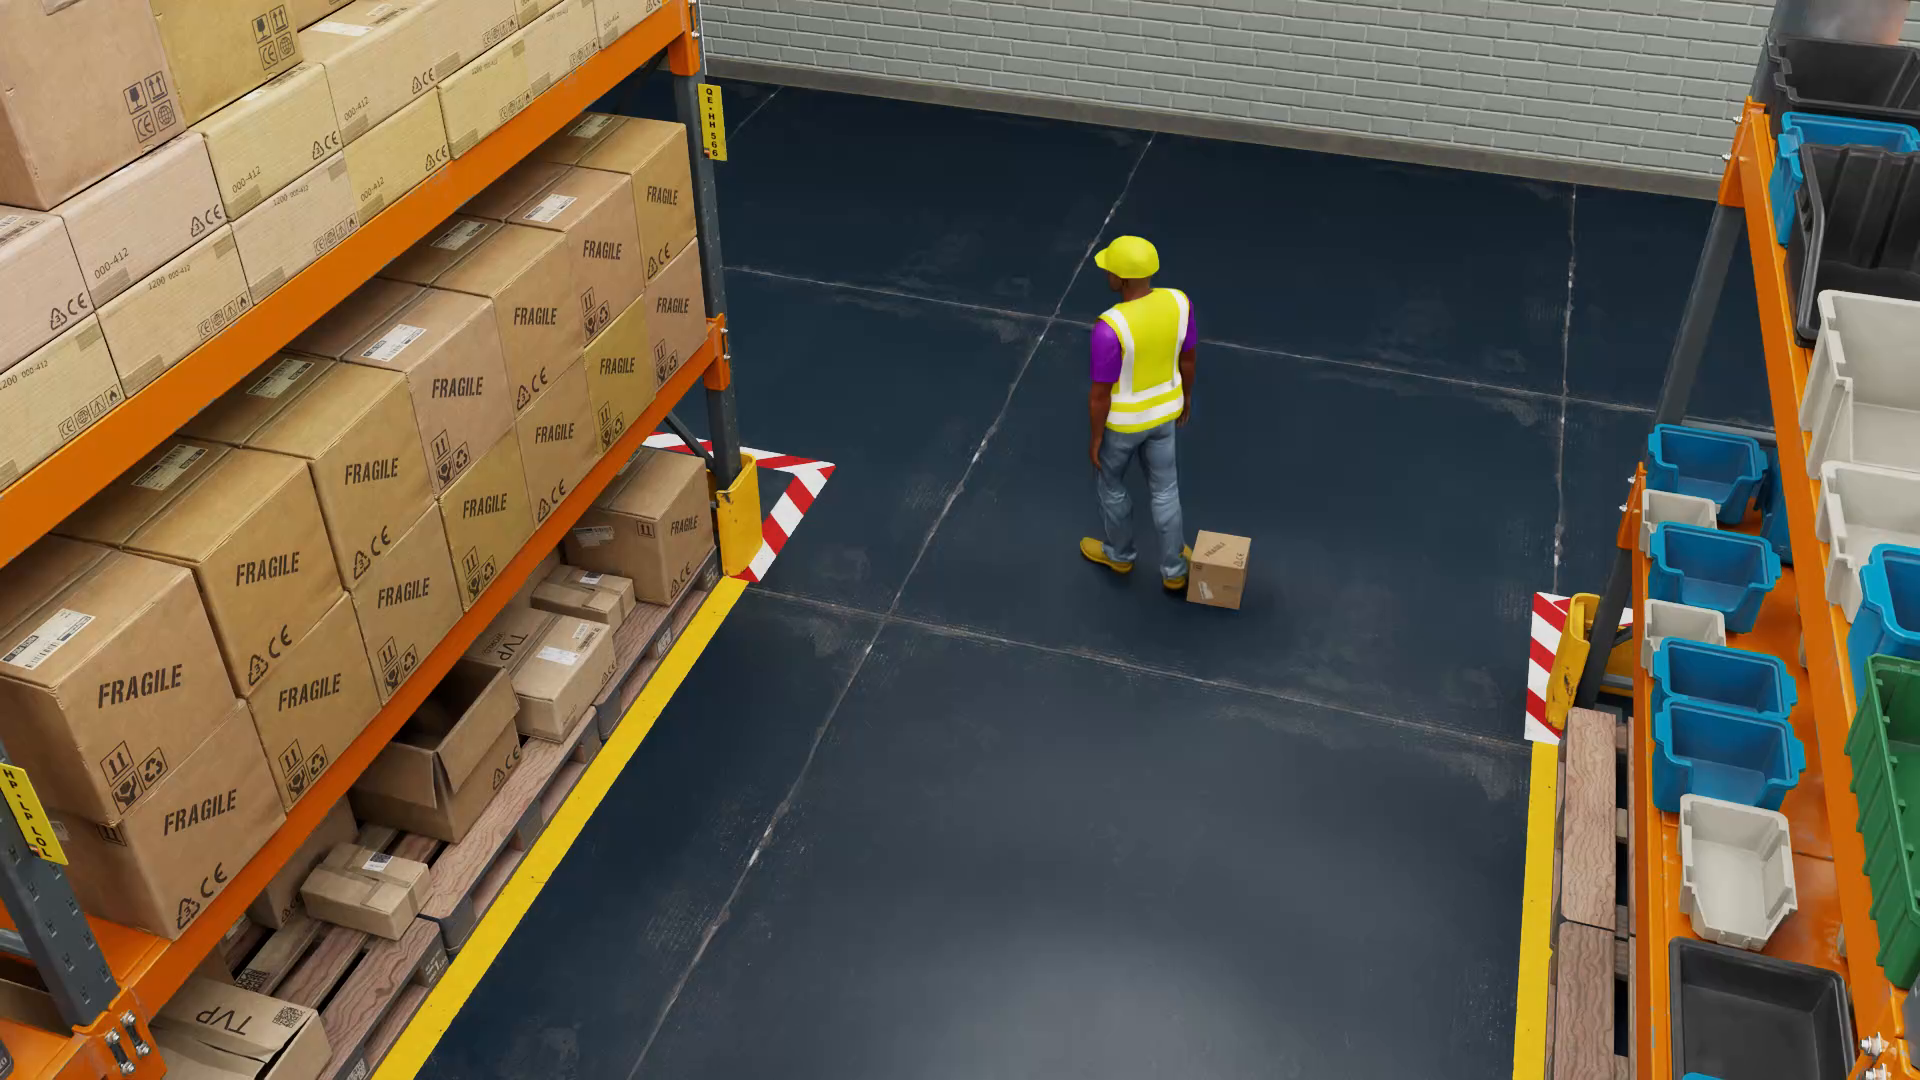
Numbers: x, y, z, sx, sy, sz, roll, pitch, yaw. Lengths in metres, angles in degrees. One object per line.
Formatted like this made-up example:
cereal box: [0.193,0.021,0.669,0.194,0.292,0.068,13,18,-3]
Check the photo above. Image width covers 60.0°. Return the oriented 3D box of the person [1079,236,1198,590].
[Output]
person: [-0.276,4.026,1.500,9.965,1.757,12.855,-18,41,-23]
